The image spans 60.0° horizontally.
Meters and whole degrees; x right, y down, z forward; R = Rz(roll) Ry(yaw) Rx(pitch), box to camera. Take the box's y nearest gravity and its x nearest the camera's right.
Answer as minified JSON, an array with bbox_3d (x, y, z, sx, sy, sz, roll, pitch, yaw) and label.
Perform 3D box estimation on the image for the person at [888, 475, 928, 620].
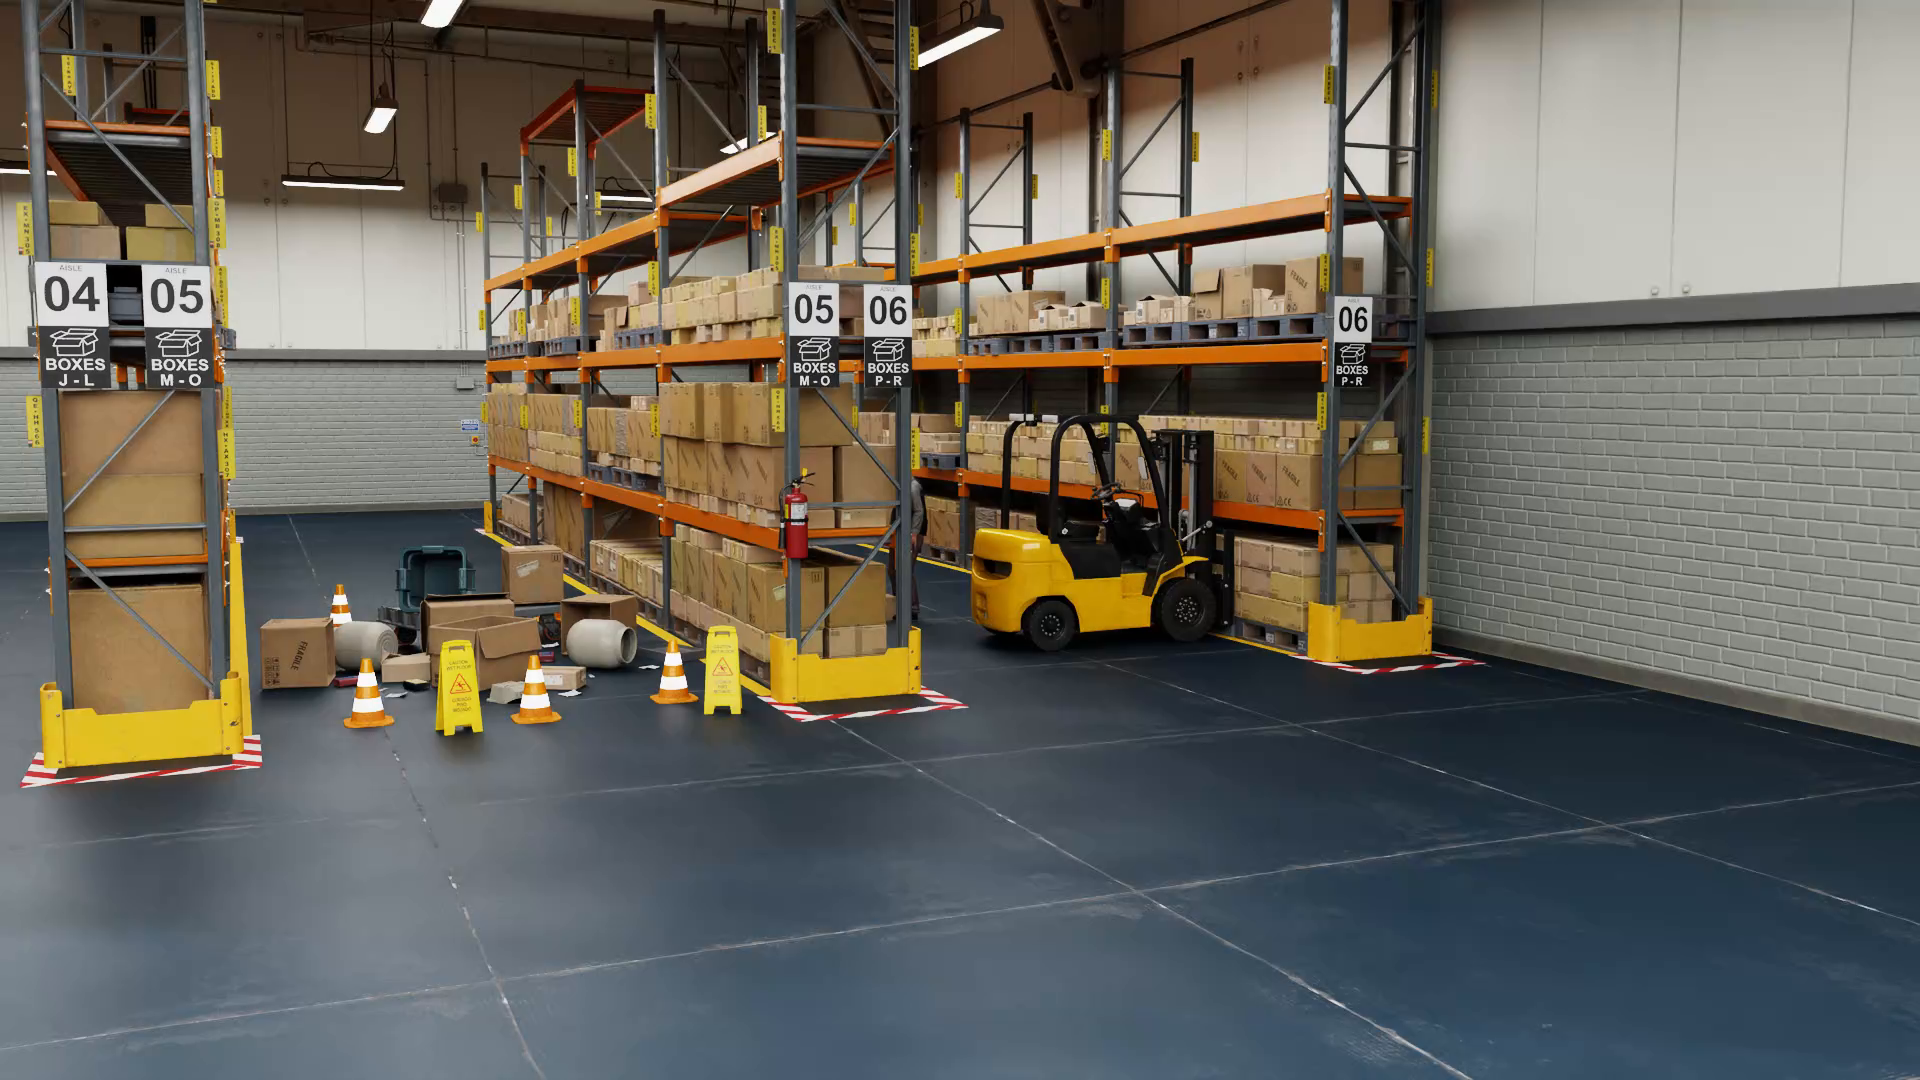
[{"bbox_3d":[-0.564,-0.039,17.301,0.421,1.720,0.593,-3,6,-27],"label":"person"}]
